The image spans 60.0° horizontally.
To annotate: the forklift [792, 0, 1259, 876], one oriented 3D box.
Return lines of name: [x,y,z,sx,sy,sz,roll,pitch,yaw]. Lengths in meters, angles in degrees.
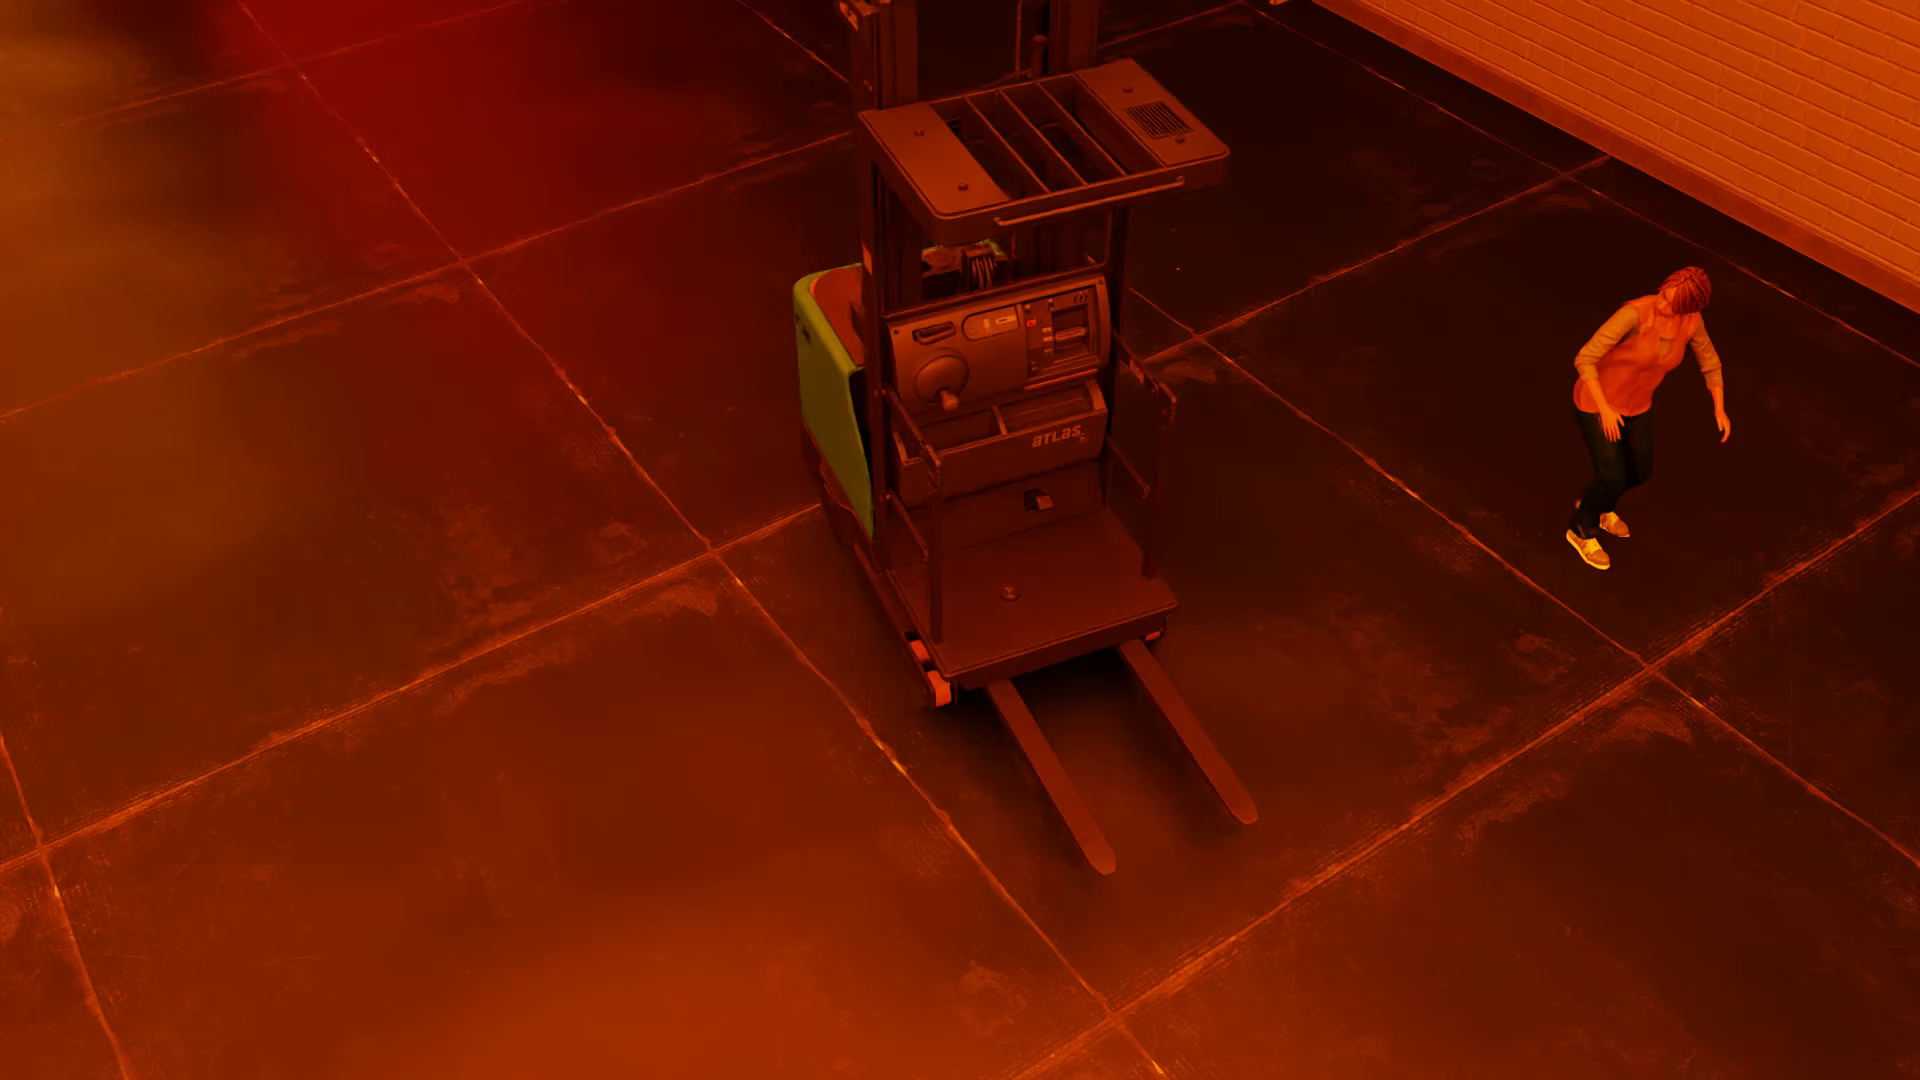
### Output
forklift: [0.254,-0.696,6.471,1.130,2.935,3.031,-16,45,-17]

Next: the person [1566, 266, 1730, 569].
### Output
person: [3.001,-0.533,7.353,0.632,1.554,0.570,-14,44,-15]
